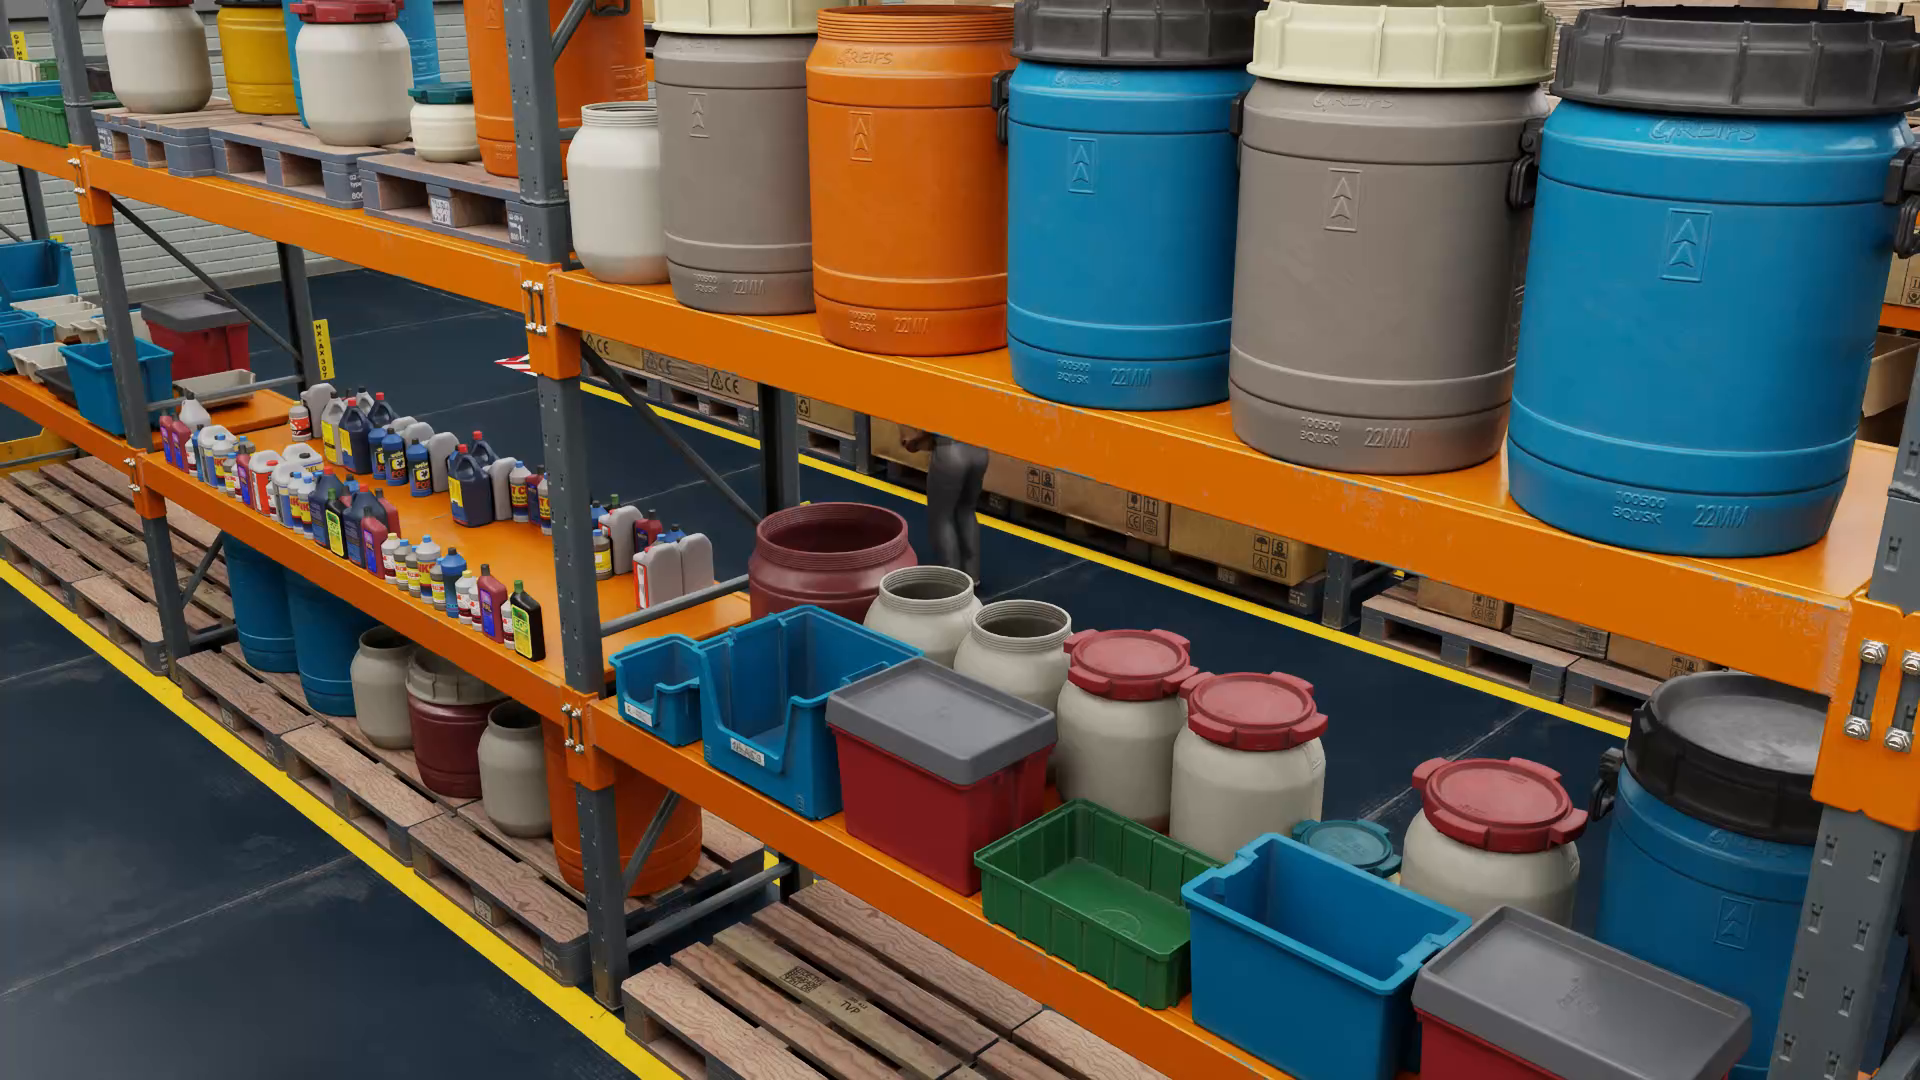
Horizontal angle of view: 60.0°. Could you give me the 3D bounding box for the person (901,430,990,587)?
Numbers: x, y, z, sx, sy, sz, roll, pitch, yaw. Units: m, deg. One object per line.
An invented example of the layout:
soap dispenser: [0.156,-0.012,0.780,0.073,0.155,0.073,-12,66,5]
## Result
person: [-0.071,-0.482,9.875,0.451,1.648,0.522,-19,28,-41]
